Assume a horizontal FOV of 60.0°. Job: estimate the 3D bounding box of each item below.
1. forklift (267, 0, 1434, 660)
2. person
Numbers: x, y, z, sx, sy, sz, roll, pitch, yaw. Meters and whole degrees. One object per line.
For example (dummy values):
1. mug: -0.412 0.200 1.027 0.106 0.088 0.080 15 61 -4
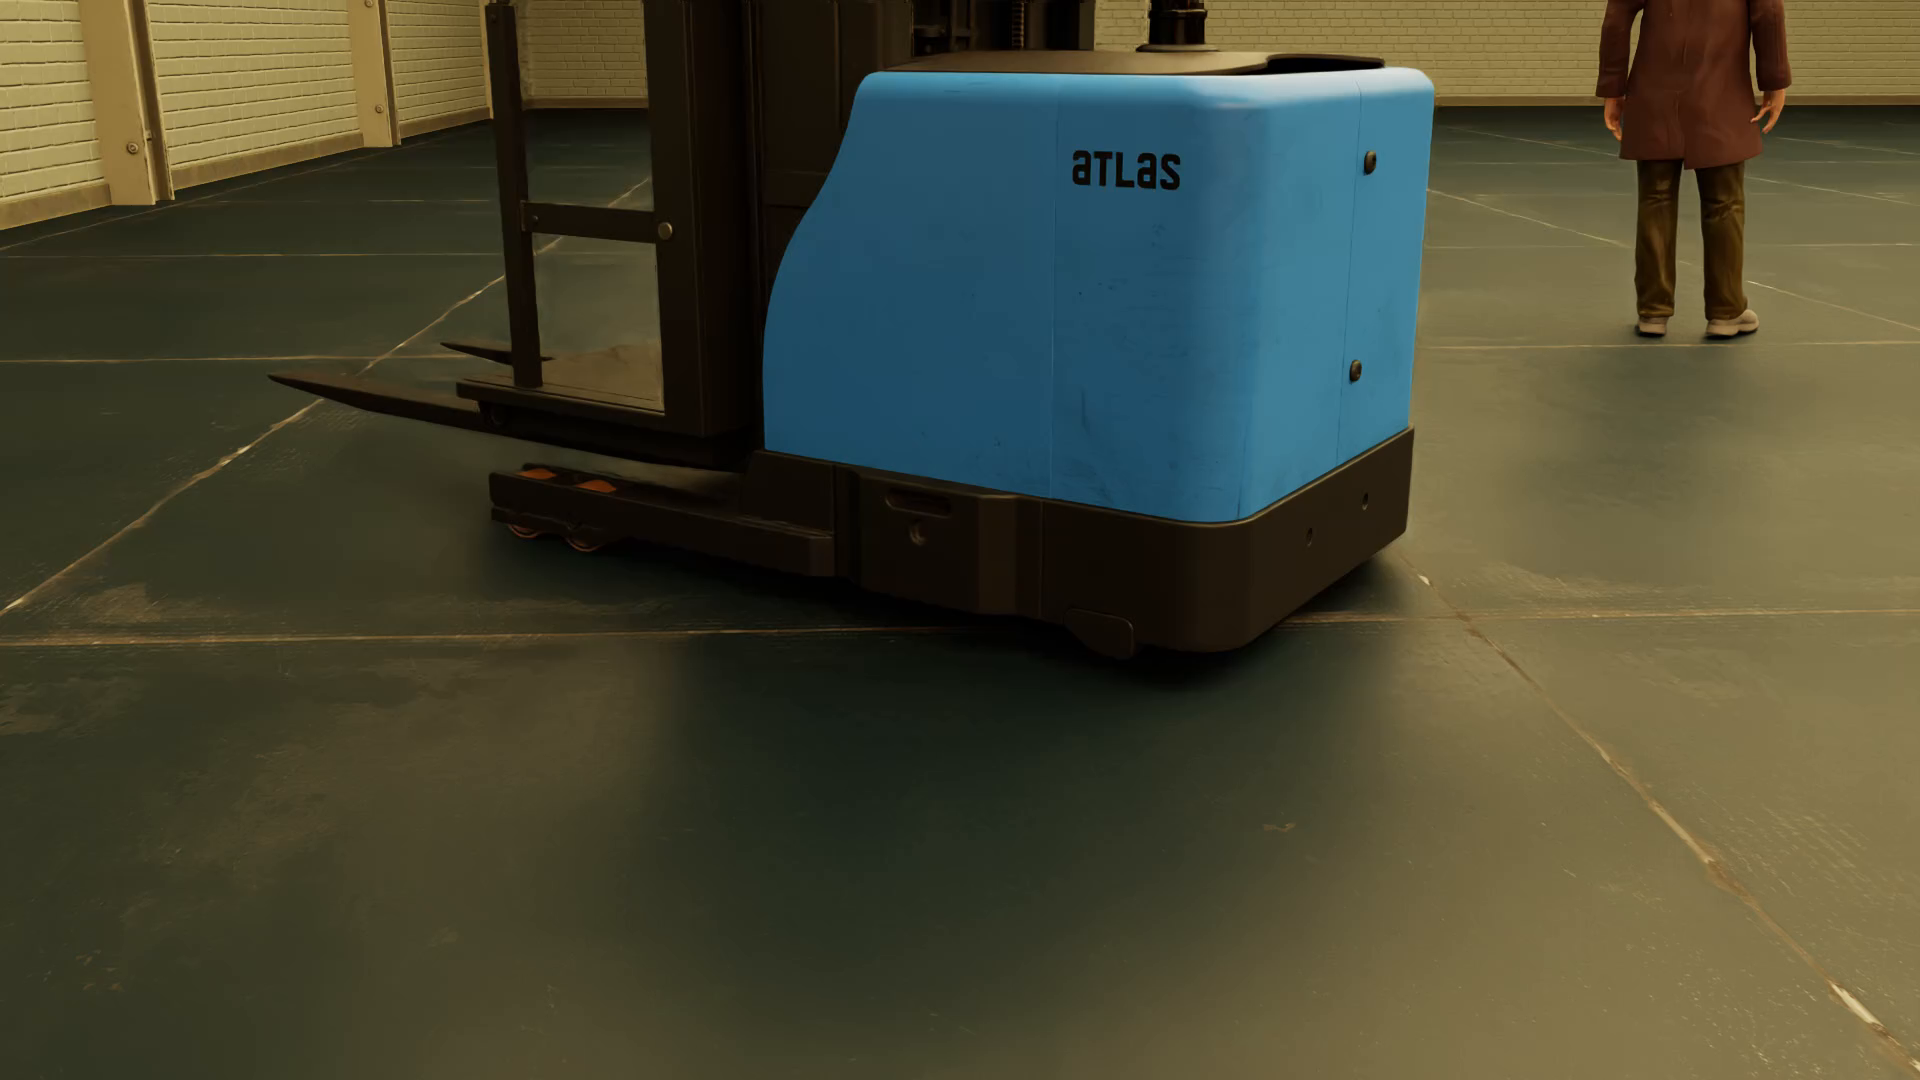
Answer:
1. forklift: -0.503 -1.489 3.776 3.031 2.935 1.130 11 20 32
2. person: 2.811 -1.686 6.375 0.692 1.781 0.570 11 20 32
